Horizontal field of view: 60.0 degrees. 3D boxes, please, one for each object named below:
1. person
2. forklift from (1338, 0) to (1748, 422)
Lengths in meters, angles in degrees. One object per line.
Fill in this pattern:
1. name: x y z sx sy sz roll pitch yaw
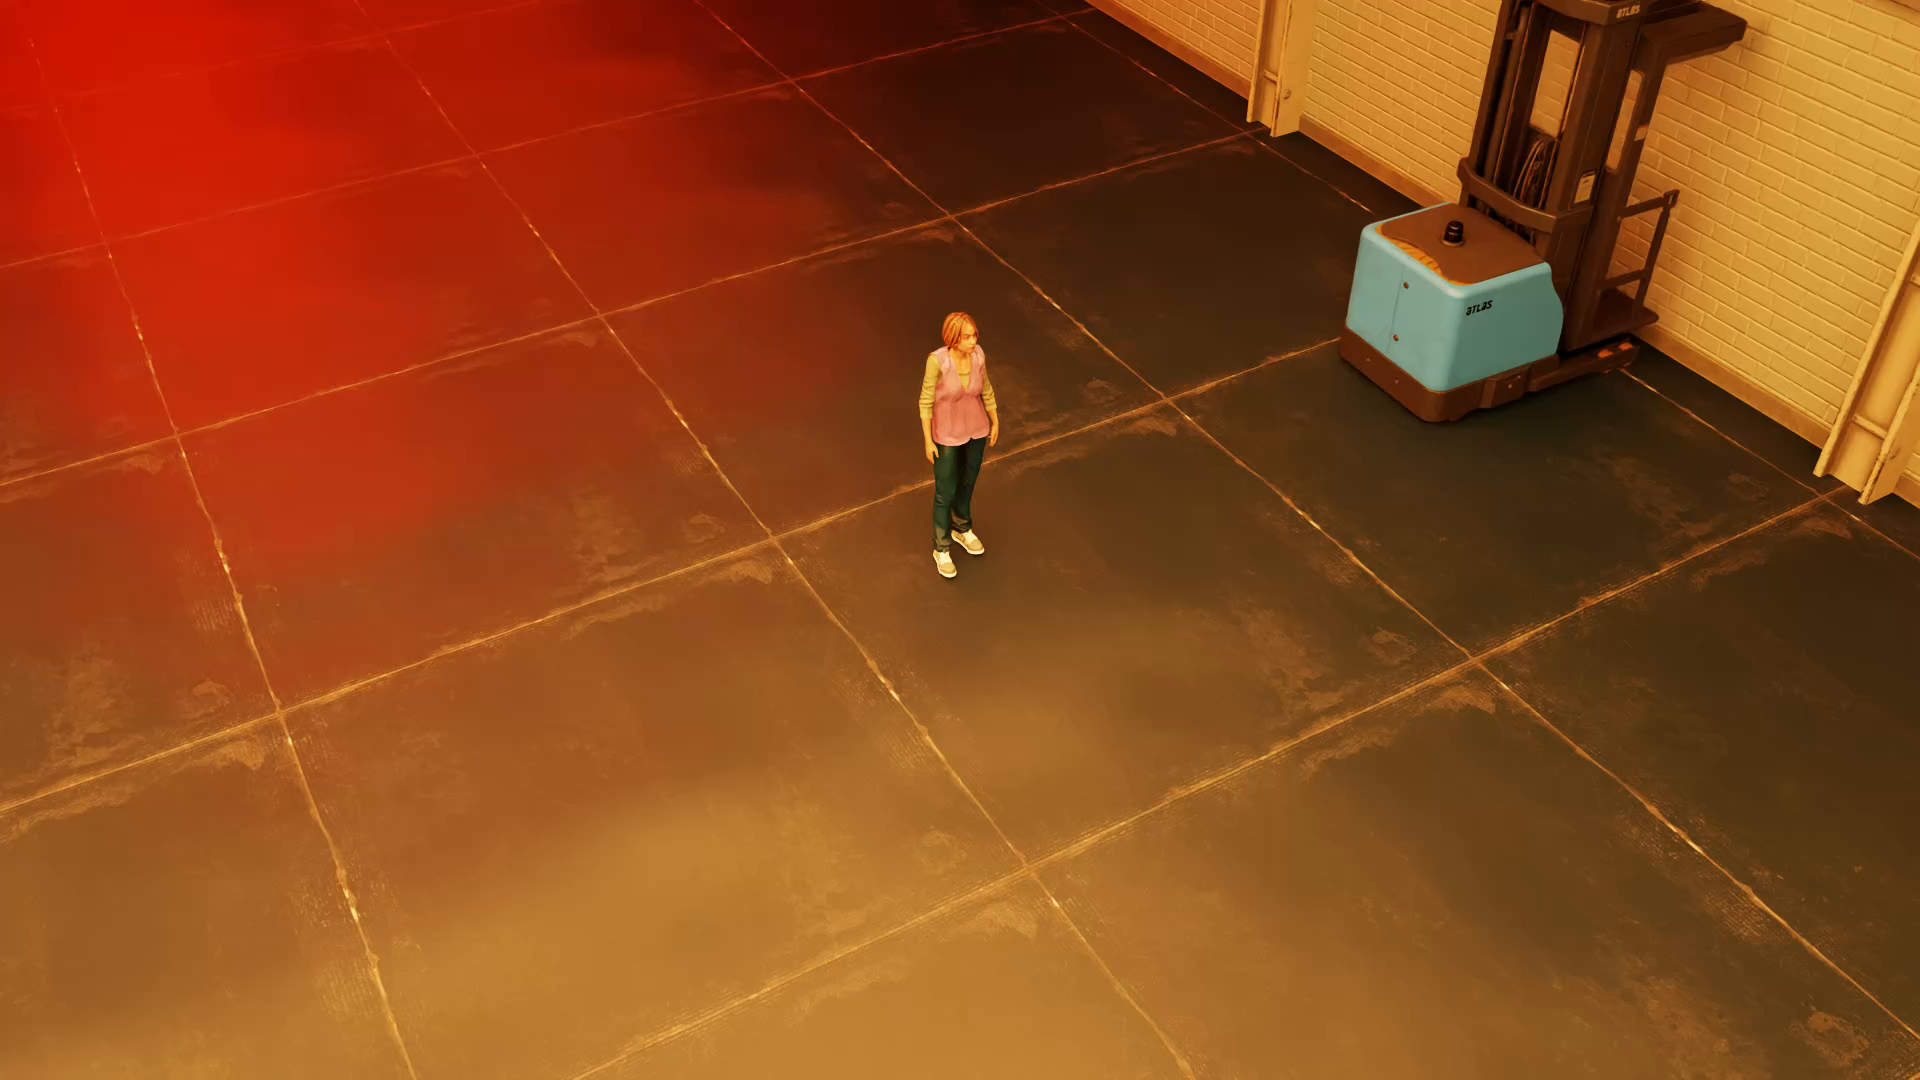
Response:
1. person: 0.025 -0.575 9.762 0.520 1.599 0.473 -20 44 -23
2. forklift: 4.240 -2.586 11.153 3.031 2.935 1.130 -19 43 -21
